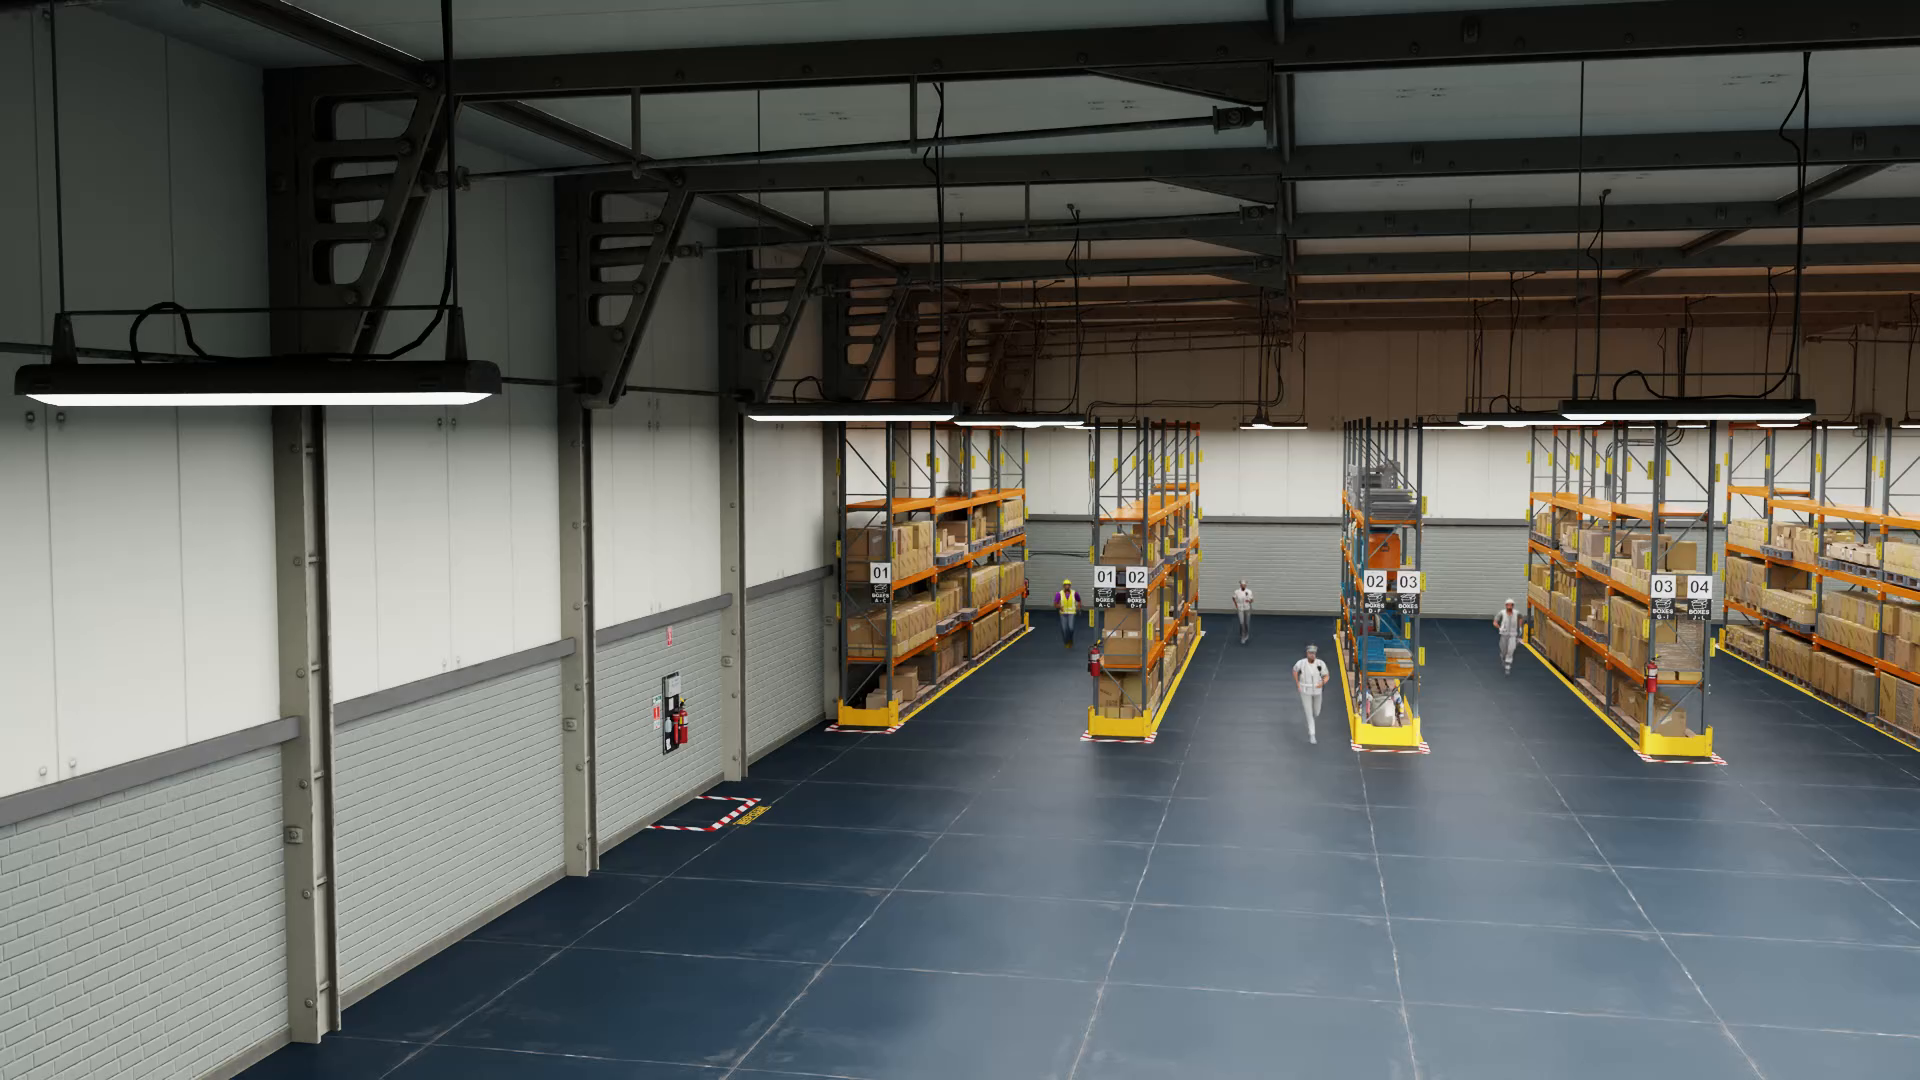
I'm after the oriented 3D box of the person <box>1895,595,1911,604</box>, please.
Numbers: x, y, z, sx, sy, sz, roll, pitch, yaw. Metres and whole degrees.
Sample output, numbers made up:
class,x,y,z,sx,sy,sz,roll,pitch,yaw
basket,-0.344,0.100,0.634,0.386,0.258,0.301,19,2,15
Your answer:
class,x,y,z,sx,sy,sz,roll,pitch,yaw
person,25.147,2.010,44.559,0.622,1.709,0.612,2,4,23

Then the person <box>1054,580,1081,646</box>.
class,x,y,z,sx,sy,sz,roll,pitch,yaw
person,2.697,1.833,41.657,0.692,1.681,0.582,0,4,3

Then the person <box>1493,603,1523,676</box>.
class,x,y,z,sx,sy,sz,roll,pitch,yaw
person,13.005,2.297,39.461,0.684,1.726,1.027,1,4,11

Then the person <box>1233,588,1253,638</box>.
class,x,y,z,sx,sy,sz,roll,pitch,yaw
person,7.728,1.979,45.383,0.536,1.344,0.620,0,4,5

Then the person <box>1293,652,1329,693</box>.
class,x,y,z,sx,sy,sz,roll,pitch,yaw
person,6.566,2.419,30.967,0.624,0.829,0.564,0,4,-4
